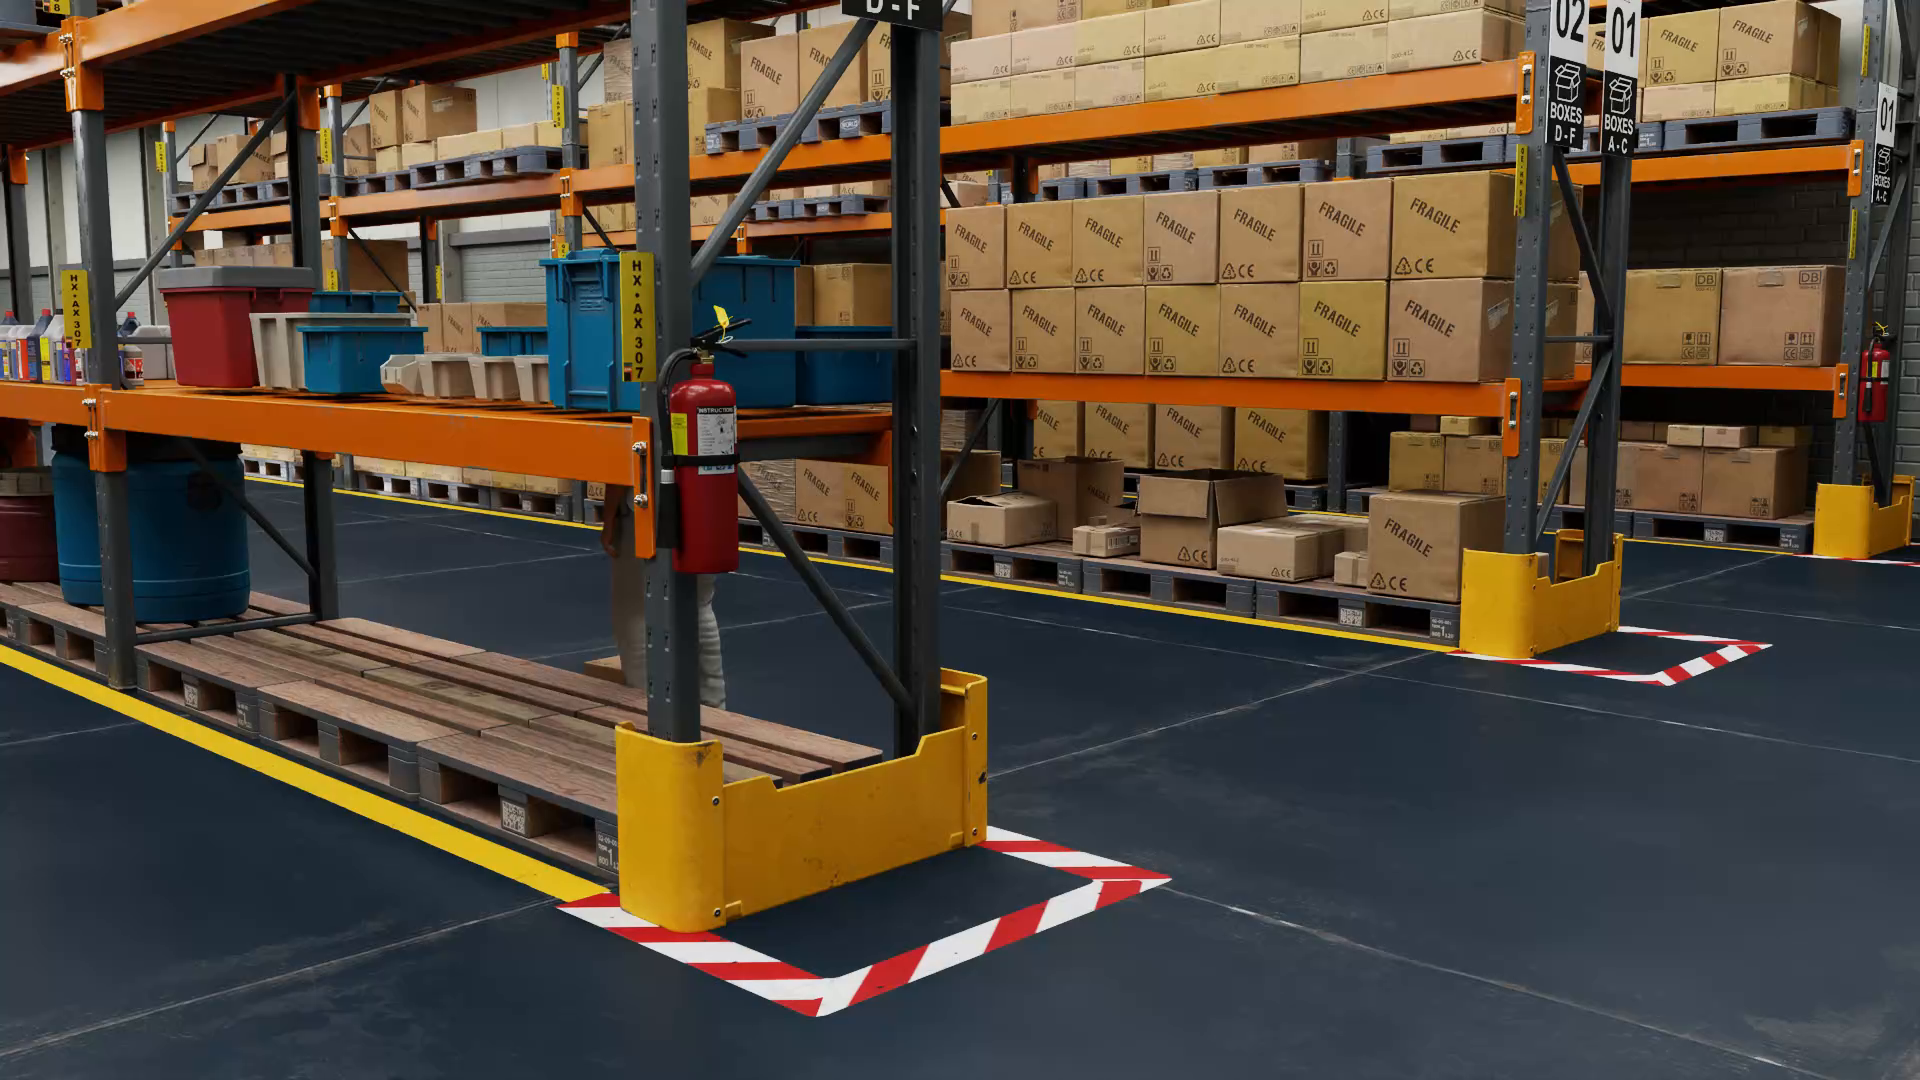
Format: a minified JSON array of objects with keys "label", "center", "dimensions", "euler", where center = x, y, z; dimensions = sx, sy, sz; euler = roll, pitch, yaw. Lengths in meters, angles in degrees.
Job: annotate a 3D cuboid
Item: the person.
[{"label":"person","center":[-1.144,-0.080,6.377],"dimensions":[0.470,1.666,0.543],"euler":[7,10,42]}]
